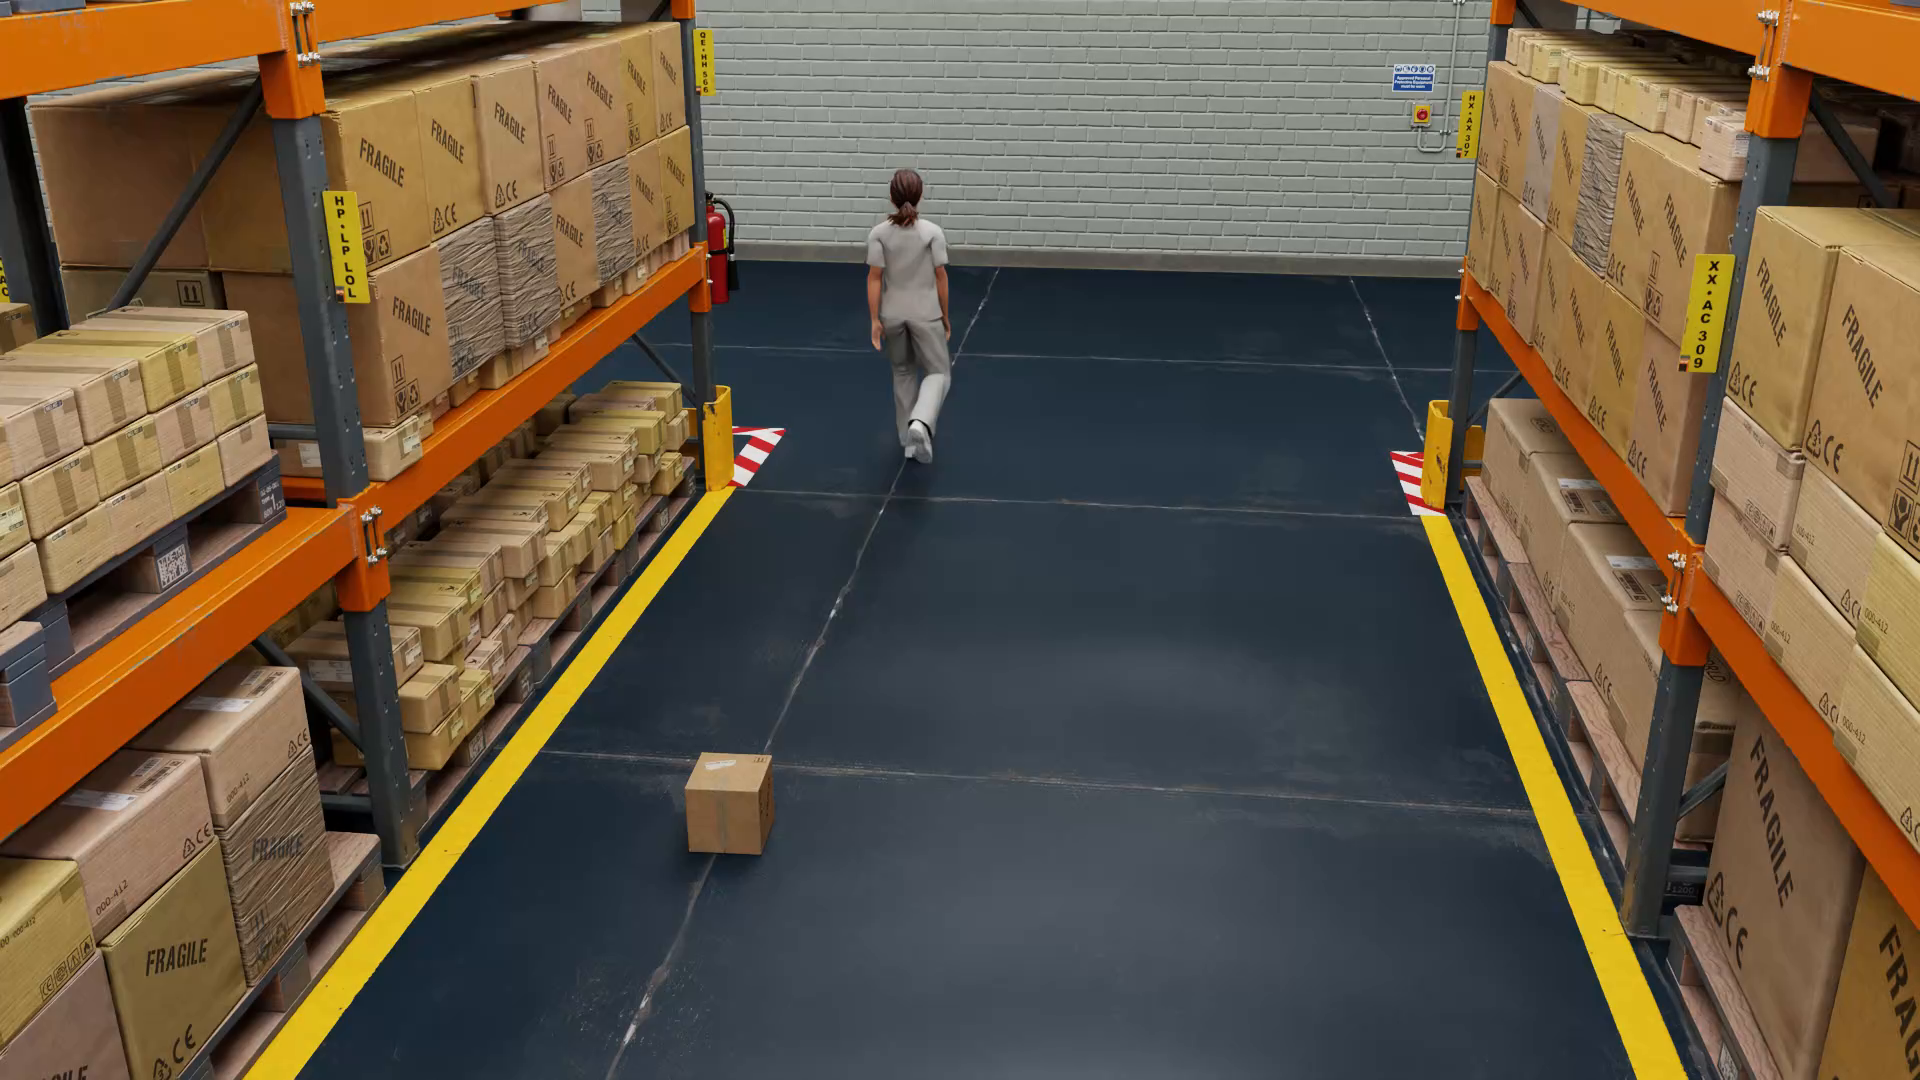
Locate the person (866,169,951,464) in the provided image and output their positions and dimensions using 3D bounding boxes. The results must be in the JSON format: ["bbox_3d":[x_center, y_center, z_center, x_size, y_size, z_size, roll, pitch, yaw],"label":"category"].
[{"bbox_3d":[-0.283,-1.214,9.171,0.443,1.645,0.708,4,22,9],"label":"person"}]
